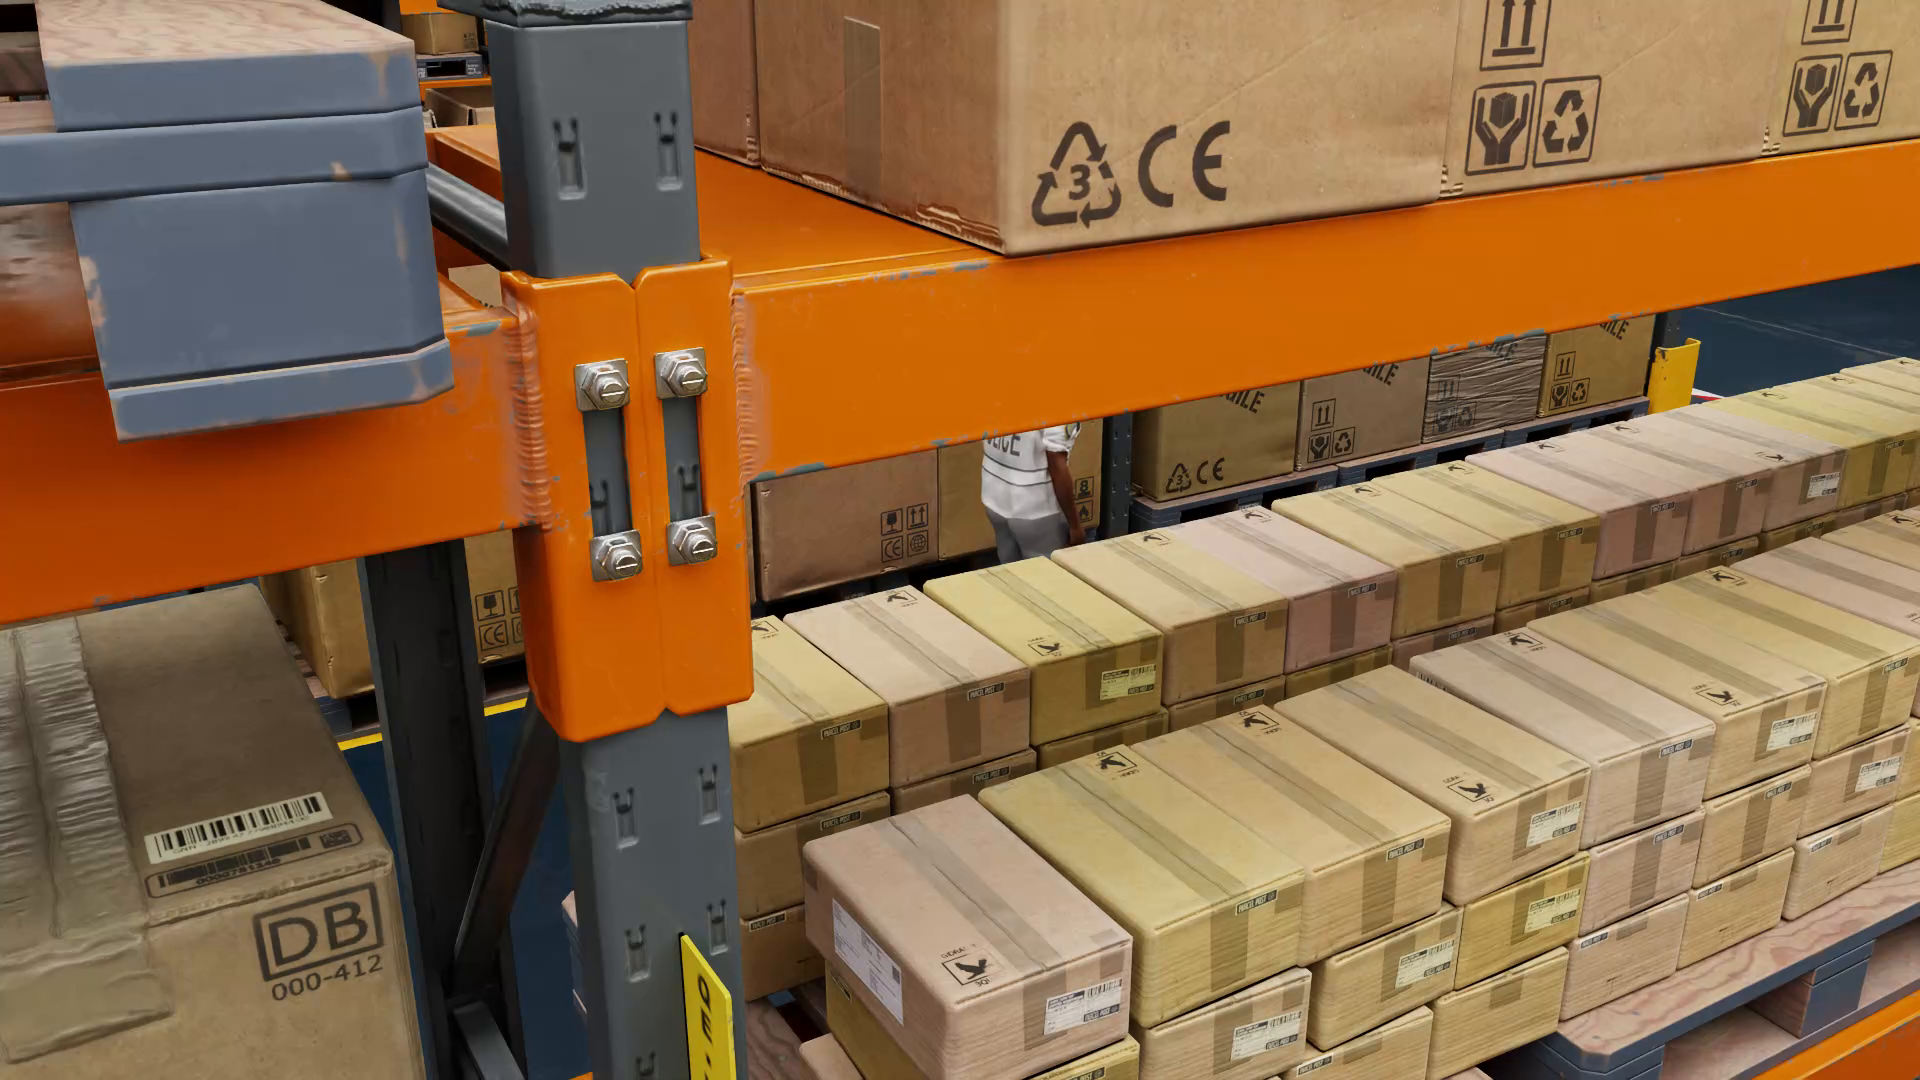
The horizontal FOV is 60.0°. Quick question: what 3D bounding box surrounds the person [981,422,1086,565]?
[{"bbox_3d":[0.300,-0.117,6.380,0.392,1.659,0.506,-12,25,-28],"label":"person"}]
